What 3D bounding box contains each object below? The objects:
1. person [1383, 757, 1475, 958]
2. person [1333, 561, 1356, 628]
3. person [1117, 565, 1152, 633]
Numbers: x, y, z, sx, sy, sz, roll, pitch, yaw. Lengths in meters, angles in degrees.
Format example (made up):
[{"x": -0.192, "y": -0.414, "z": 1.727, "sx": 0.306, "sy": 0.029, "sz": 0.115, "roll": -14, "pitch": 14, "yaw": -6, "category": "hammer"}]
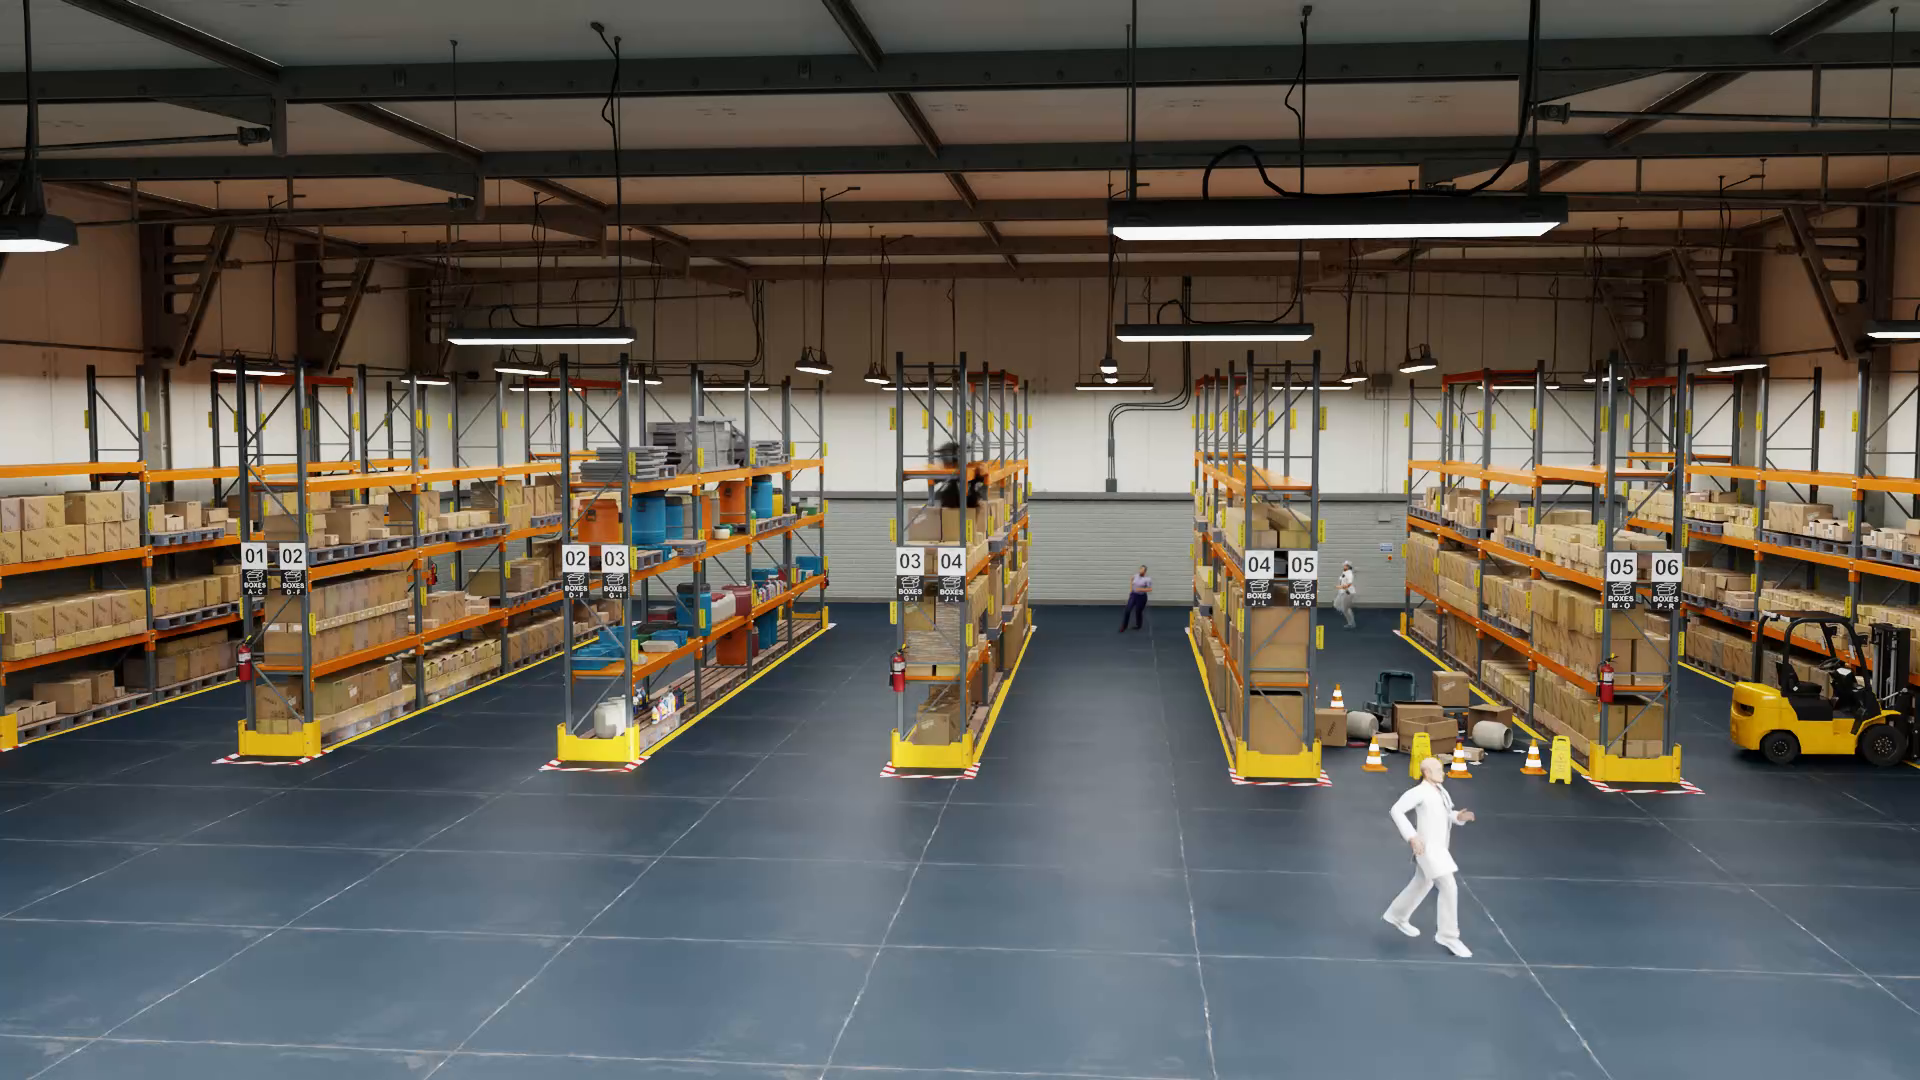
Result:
[{"x": 4.460, "y": 2.978, "z": 15.824, "sx": 0.907, "sy": 1.833, "sz": 0.678, "roll": 3, "pitch": 5, "yaw": 32, "category": "person"}, {"x": 9.360, "y": 1.314, "z": 40.475, "sx": 0.559, "sy": 1.627, "sz": 0.587, "roll": 0, "pitch": 4, "yaw": 1, "category": "person"}, {"x": 4.222, "y": 1.395, "z": 39.531, "sx": 0.777, "sy": 1.633, "sz": 0.764, "roll": 2, "pitch": 5, "yaw": 26, "category": "person"}]
